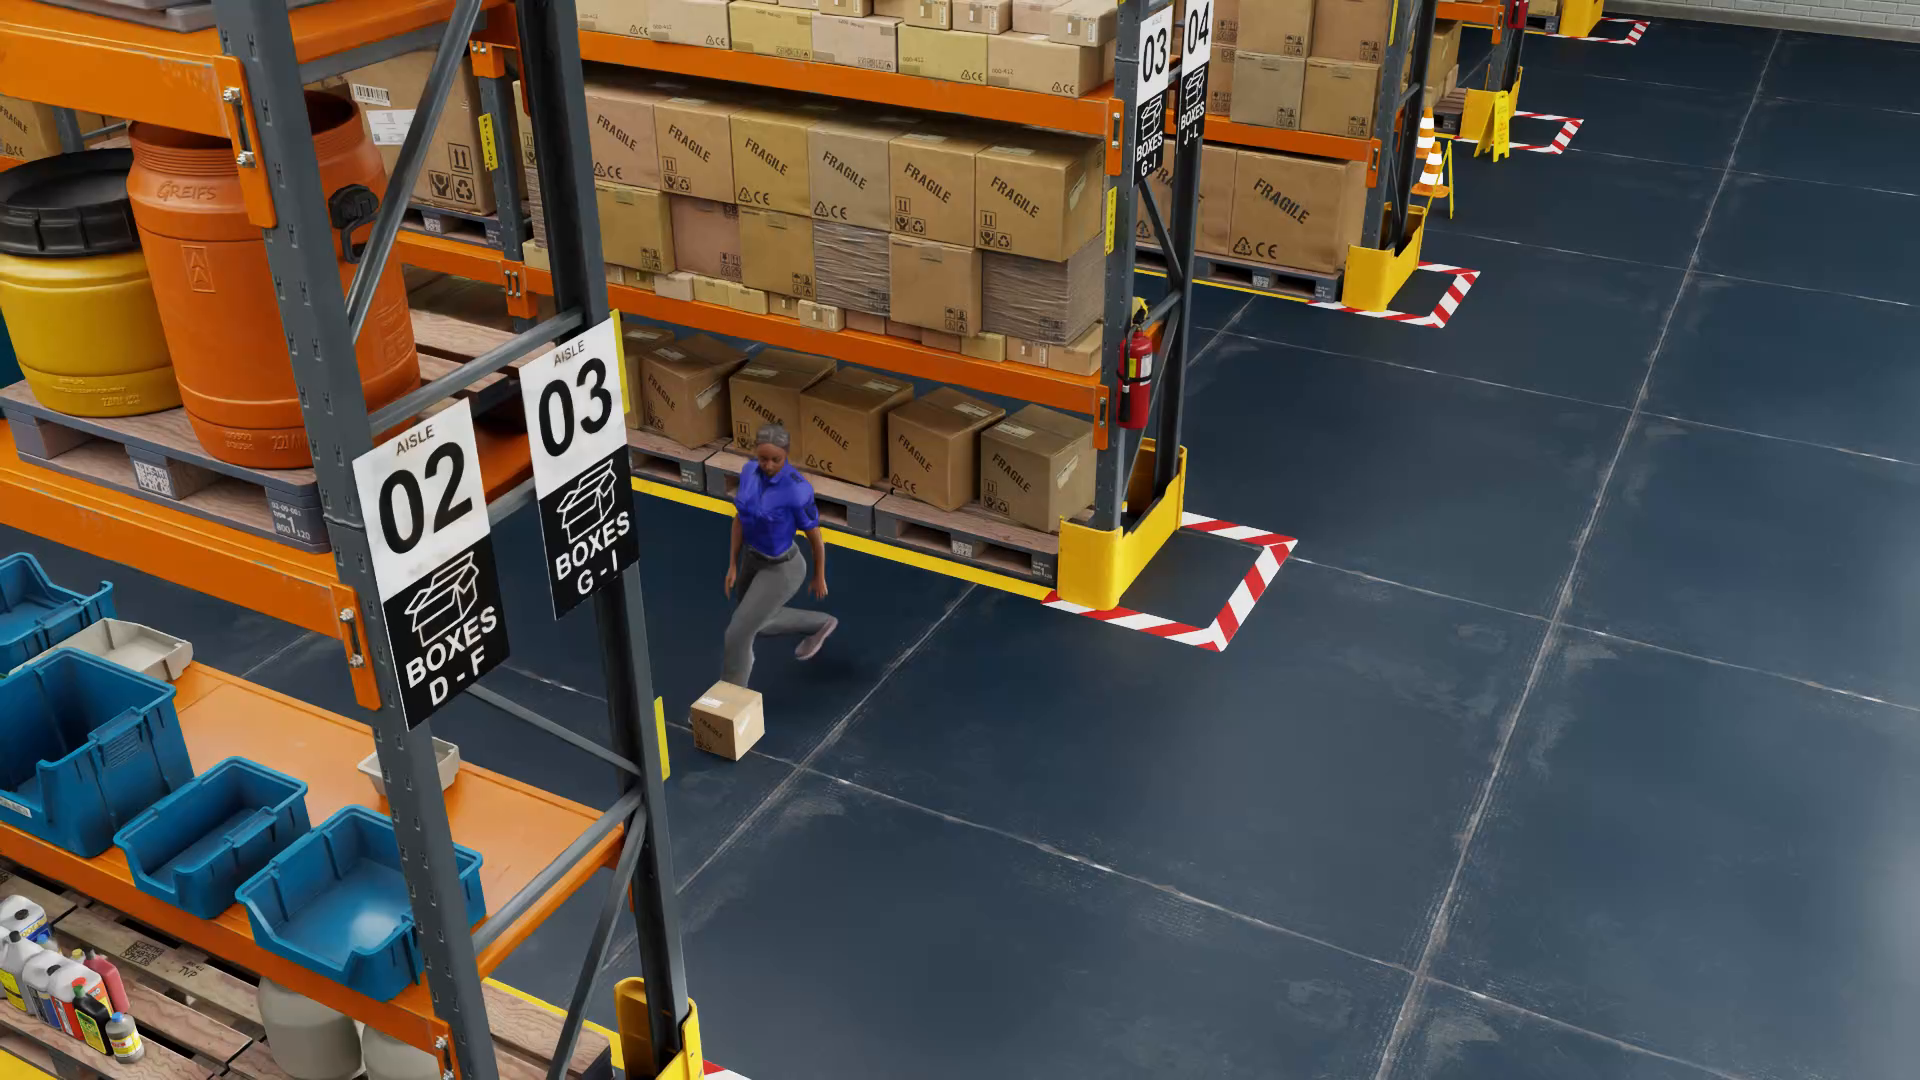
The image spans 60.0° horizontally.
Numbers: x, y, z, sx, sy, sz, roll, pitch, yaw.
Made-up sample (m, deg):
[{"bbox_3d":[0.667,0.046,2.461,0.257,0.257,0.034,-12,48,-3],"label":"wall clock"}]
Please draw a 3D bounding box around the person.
[{"bbox_3d":[-0.970,0.131,8.158,0.958,1.541,0.429,-24,38,-35],"label":"person"}]
